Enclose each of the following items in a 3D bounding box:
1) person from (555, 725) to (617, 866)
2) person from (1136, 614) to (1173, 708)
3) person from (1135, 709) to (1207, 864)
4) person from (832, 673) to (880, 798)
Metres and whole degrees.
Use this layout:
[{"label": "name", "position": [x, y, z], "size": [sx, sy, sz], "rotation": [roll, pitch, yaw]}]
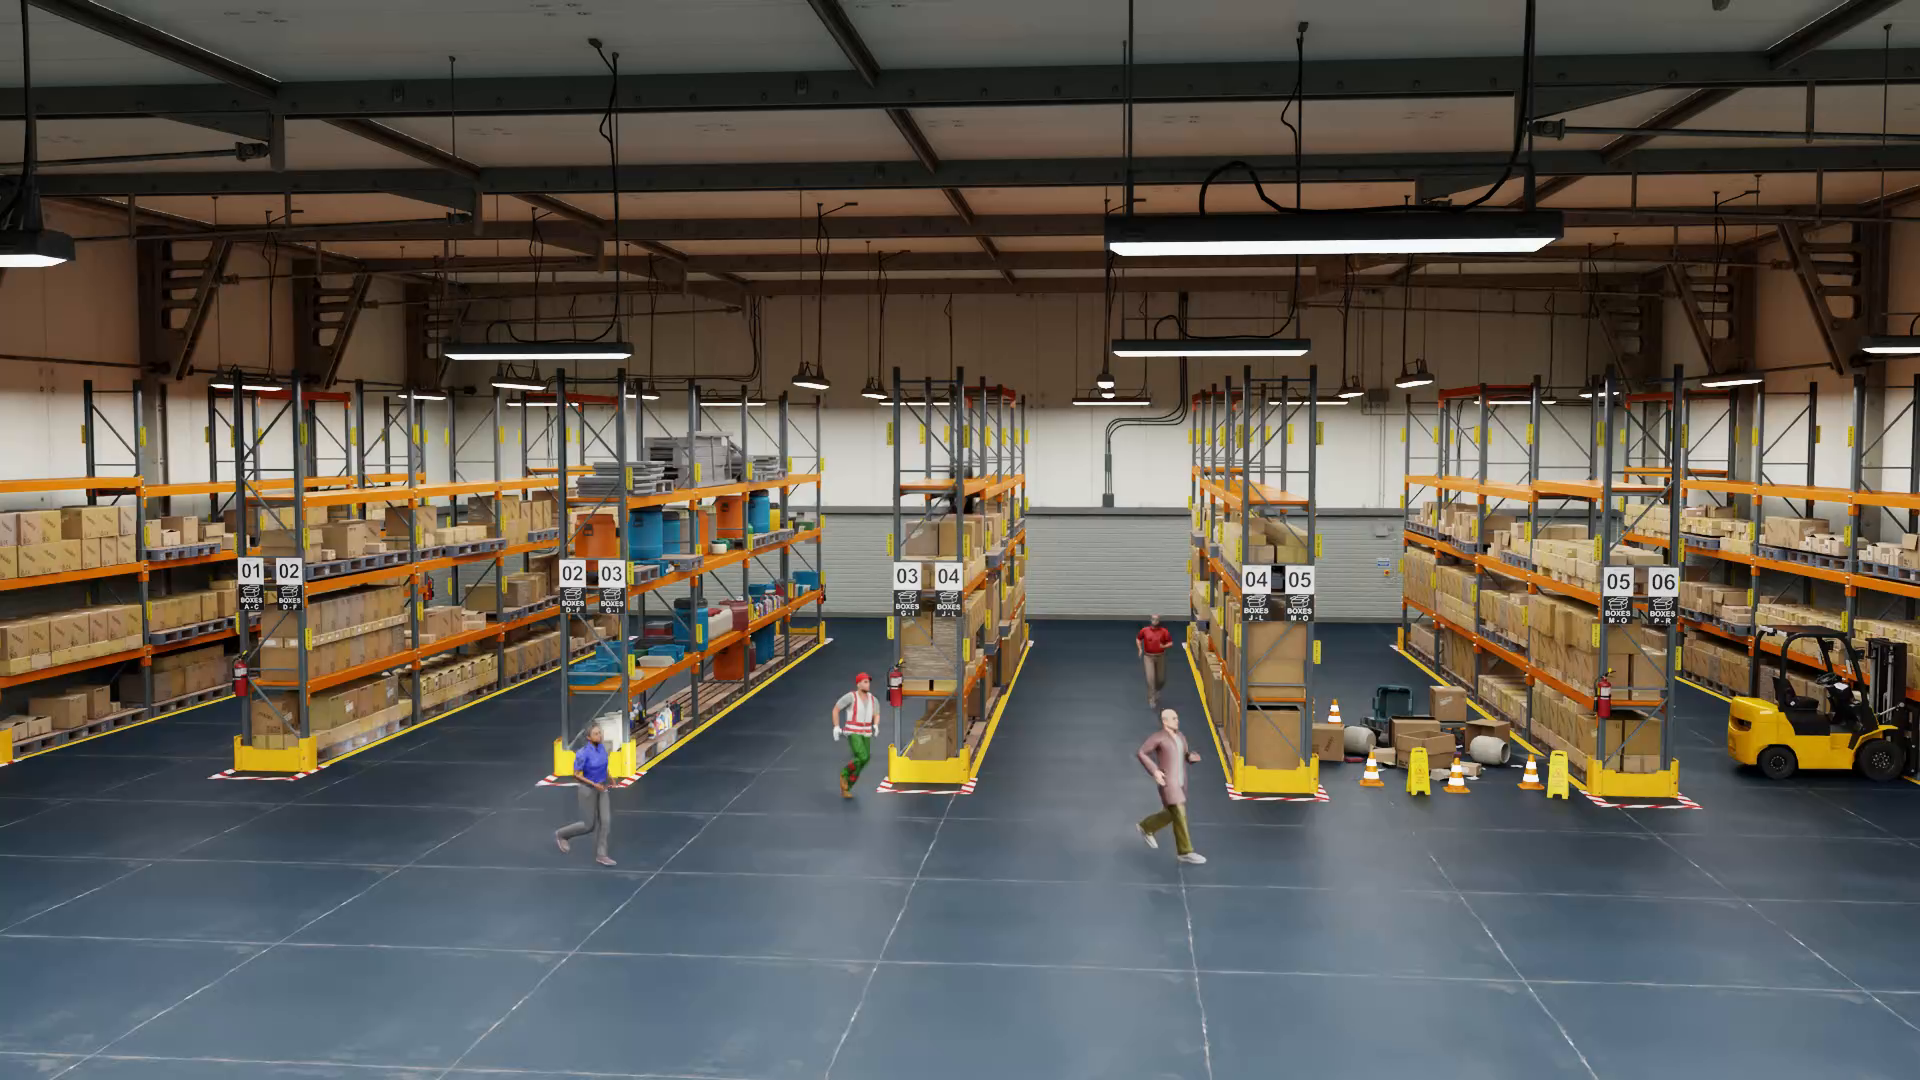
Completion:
[{"label": "person", "position": [-4.355, 2.990, 19.579], "size": [0.782, 1.640, 0.586], "rotation": [2, 4, 29]}, {"label": "person", "position": [3.608, 2.219, 30.850], "size": [0.672, 1.700, 0.953], "rotation": [0, 4, 2]}, {"label": "person", "position": [2.480, 2.873, 19.635], "size": [1.058, 1.754, 0.709], "rotation": [3, 5, 40]}, {"label": "person", "position": [-1.369, 2.712, 23.049], "size": [0.710, 1.707, 0.576], "rotation": [-3, 4, -37]}]
